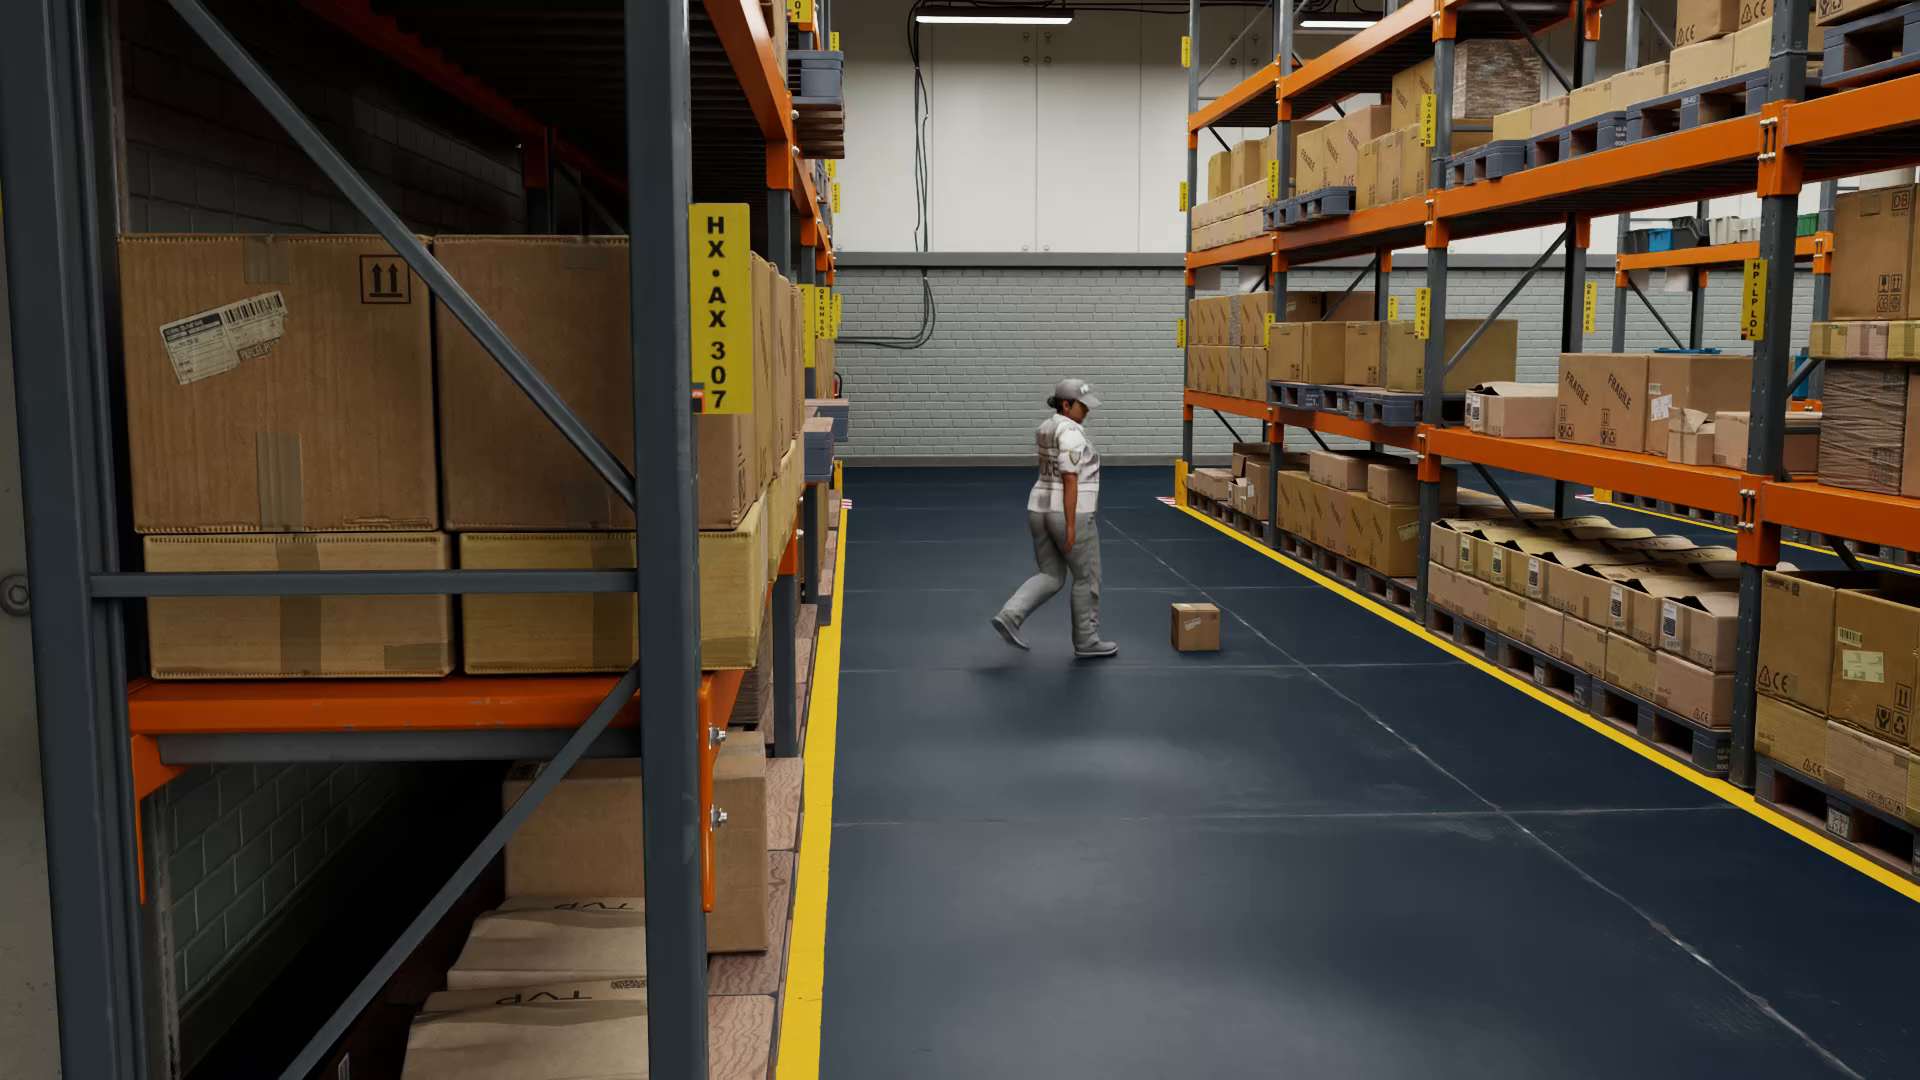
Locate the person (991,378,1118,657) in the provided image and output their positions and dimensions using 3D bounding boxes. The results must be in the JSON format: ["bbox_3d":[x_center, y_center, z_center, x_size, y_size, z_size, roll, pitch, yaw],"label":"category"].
[{"bbox_3d":[0.566,-0.124,9.729,0.796,1.639,0.503,-4,8,-29],"label":"person"}]
